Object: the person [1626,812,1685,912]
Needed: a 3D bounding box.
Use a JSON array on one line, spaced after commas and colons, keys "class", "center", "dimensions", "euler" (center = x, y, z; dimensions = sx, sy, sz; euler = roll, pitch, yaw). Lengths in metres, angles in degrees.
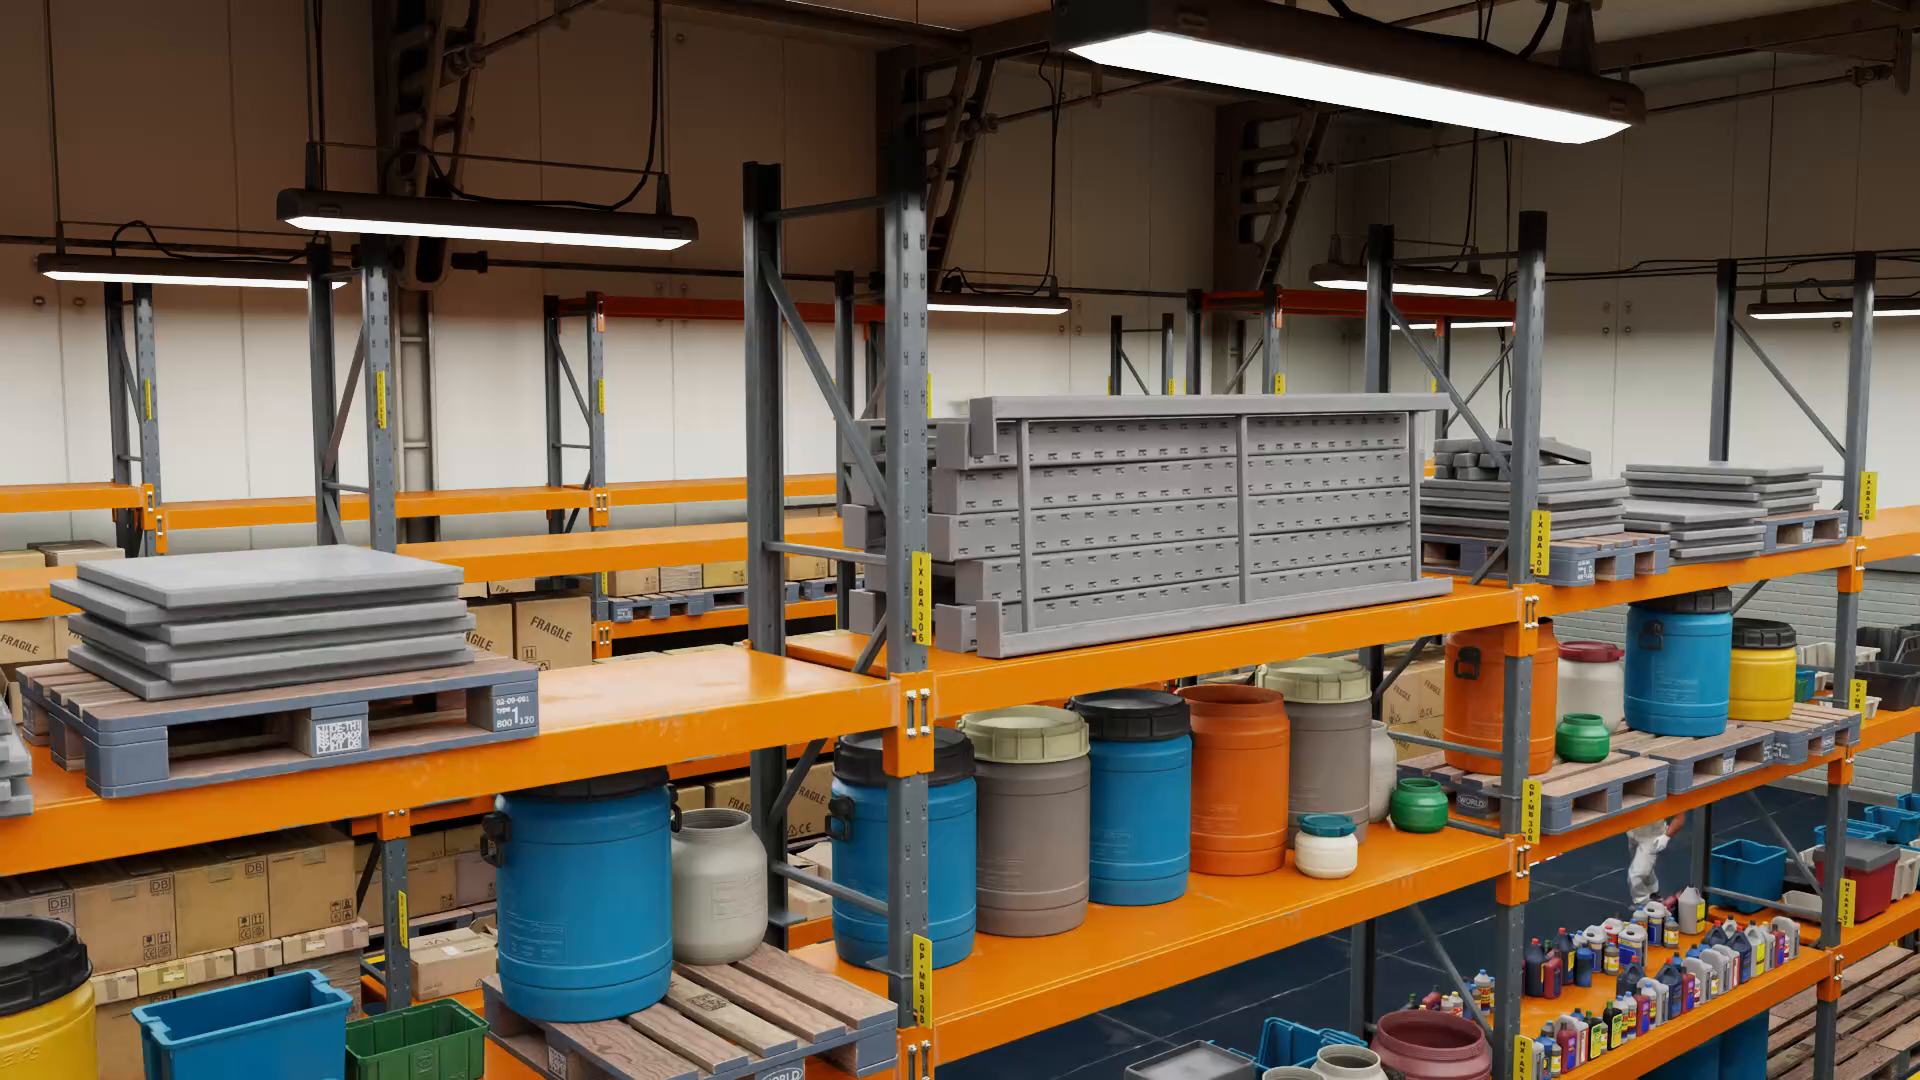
[{"class": "person", "center": [6.484, 2.857, 15.736], "dimensions": [0.834, 1.662, 0.728], "euler": [-2, 6, -21]}]
